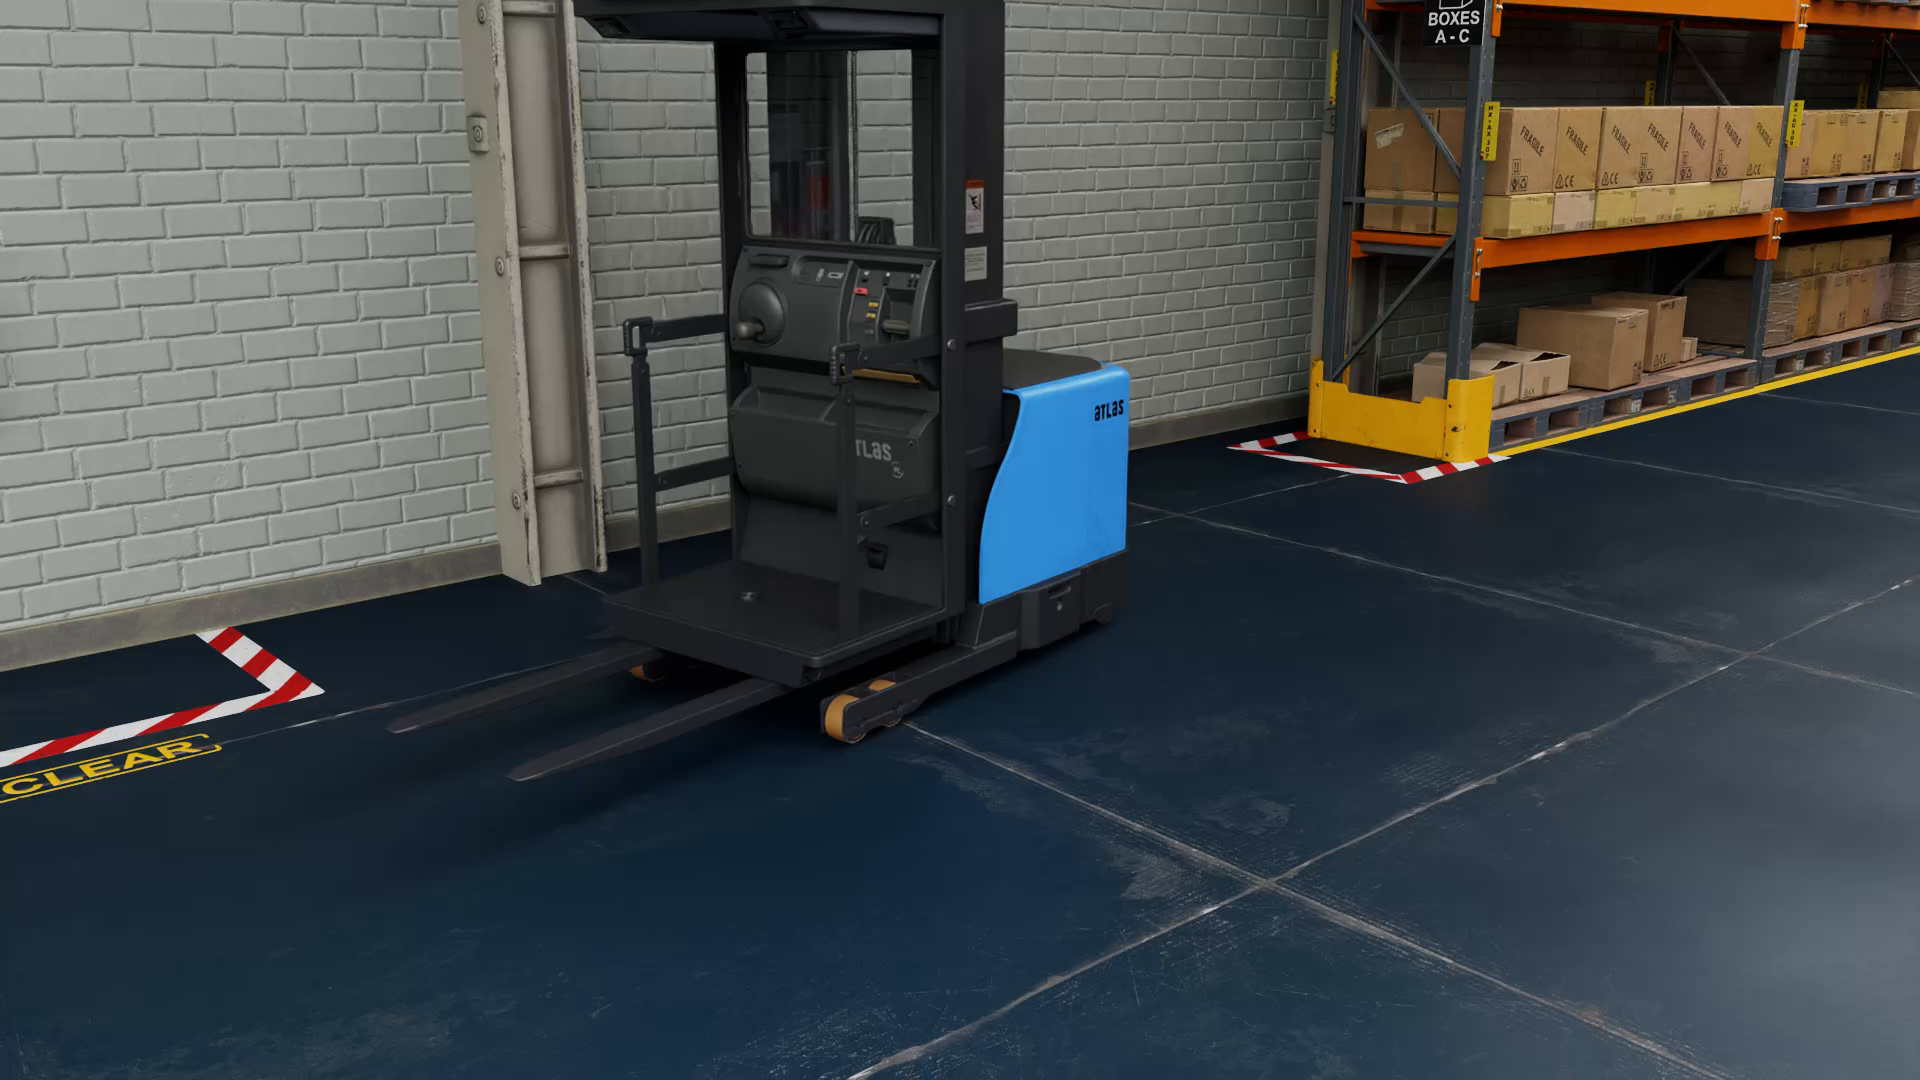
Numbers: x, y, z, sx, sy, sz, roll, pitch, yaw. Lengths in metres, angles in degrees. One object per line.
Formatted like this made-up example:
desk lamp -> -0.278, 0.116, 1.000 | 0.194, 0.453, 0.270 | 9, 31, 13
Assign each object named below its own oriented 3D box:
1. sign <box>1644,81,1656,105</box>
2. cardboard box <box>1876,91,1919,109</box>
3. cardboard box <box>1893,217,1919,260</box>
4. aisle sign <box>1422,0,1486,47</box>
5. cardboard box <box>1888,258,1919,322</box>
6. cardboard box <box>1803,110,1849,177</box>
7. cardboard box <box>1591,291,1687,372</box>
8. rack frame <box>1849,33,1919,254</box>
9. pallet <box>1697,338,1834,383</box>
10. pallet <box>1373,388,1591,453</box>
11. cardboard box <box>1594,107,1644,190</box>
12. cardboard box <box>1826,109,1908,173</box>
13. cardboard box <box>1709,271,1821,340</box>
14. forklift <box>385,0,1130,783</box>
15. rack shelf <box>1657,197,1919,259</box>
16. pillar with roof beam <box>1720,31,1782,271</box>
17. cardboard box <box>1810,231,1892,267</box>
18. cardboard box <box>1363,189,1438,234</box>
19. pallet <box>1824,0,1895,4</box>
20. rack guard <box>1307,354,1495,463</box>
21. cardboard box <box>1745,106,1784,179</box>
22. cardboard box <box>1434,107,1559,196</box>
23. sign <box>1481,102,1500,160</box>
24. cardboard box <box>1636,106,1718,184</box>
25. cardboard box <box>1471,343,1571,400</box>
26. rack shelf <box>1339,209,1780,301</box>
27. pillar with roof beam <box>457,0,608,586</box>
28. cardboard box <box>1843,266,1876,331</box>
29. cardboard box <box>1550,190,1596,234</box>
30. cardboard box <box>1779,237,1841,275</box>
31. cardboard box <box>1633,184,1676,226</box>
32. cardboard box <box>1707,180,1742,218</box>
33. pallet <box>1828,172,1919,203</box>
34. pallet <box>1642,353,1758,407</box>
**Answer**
sign -> 5.335, -3.379, 12.843 | 0.005, 0.325, 0.100 | -13, 19, -39
cardboard box -> 8.246, -3.842, 14.518 | 0.380, 0.149, 0.250 | 12, 19, 38
cardboard box -> 9.360, -2.653, 15.721 | 0.750, 0.750, 0.750 | -13, 20, -40
aisle sign -> 2.827, -3.220, 9.454 | 0.004, 0.787, 0.394 | -13, 19, -39
cardboard box -> 8.210, -2.262, 14.898 | 0.500, 0.500, 0.700 | -12, 19, -39
cardboard box -> 6.534, -3.146, 13.168 | 0.500, 0.500, 0.700 | -10, 18, -34
cardboard box -> 4.945, -1.533, 12.169 | 0.500, 0.500, 0.500 | 14, 21, 43
rack frame -> 8.719, -3.390, 15.127 | 0.127, 3.000, 1.000 | -13, 19, -39
pallet -> 6.288, -1.497, 13.445 | 1.213, 0.211, 1.003 | -13, 19, -39
pallet -> 3.378, -0.831, 10.951 | 1.213, 0.211, 1.003 | -13, 19, -39
cardboard box -> 4.015, -2.524, 10.687 | 0.500, 0.500, 0.500 | -13, 20, -41
cardboard box -> 7.446, -3.354, 13.946 | 0.500, 0.500, 0.700 | -13, 19, -39
cardboard box -> 6.603, -1.942, 13.700 | 0.500, 0.500, 0.700 | -13, 20, -40
forklift -> -0.599, -0.867, 5.815 | 1.130, 2.935, 3.031 | 11, 19, 37
rack shelf -> 7.210, -2.703, 13.952 | 4.000, 0.370, 1.077 | -13, 19, -39
pillar with roof beam -> 9.997, -5.398, 11.021 | 0.400, 9.000, 9.100 | -13, 19, -39
cardboard box -> 7.739, -2.540, 14.486 | 0.500, 0.250, 0.500 | -12, 19, -38
cardboard box -> 2.910, -2.089, 10.508 | 0.500, 0.250, 0.500 | -12, 19, -39
pallet -> 6.237, -4.154, 12.542 | 1.003, 0.211, 1.213 | -13, 19, -39
rack guard -> 2.742, -0.840, 10.424 | 0.348, 0.500, 1.175 | -13, 19, -39
cardboard box -> 5.548, -2.871, 11.985 | 0.500, 0.500, 0.500 | -13, 20, -39
cardboard box -> 3.242, -2.356, 10.057 | 0.500, 0.500, 0.500 | -13, 19, -39
sign -> 3.040, -2.347, 9.547 | 0.005, 0.325, 0.100 | -13, 19, -39
cardboard box -> 4.788, -2.702, 11.353 | 0.500, 0.500, 0.500 | -13, 20, -41
cardboard box -> 3.695, -1.144, 11.079 | 0.500, 0.311, 0.500 | -11, 18, -35
rack shelf -> 4.193, -2.026, 11.415 | 4.000, 0.370, 1.077 | -13, 19, -39
pillar with roof beam -> 0.944, -3.365, 3.411 | 0.400, 9.000, 9.100 | -13, 19, -39
cardboard box -> 7.389, -2.108, 14.321 | 0.500, 0.500, 0.700 | -13, 20, -40
cardboard box -> 3.643, -2.083, 10.488 | 0.500, 0.250, 0.500 | -13, 20, -41
cardboard box -> 6.966, -2.371, 13.853 | 0.500, 0.250, 0.500 | -13, 20, -41
cardboard box -> 4.414, -2.254, 11.126 | 0.500, 0.250, 0.500 | -12, 19, -39
cardboard box -> 5.162, -2.427, 11.776 | 0.500, 0.250, 0.500 | -13, 19, -39
pallet -> 7.253, -2.954, 13.867 | 1.213, 0.211, 1.003 | -13, 19, -39
pallet -> 5.218, -1.244, 12.499 | 1.213, 0.211, 1.003 | -13, 19, -39
